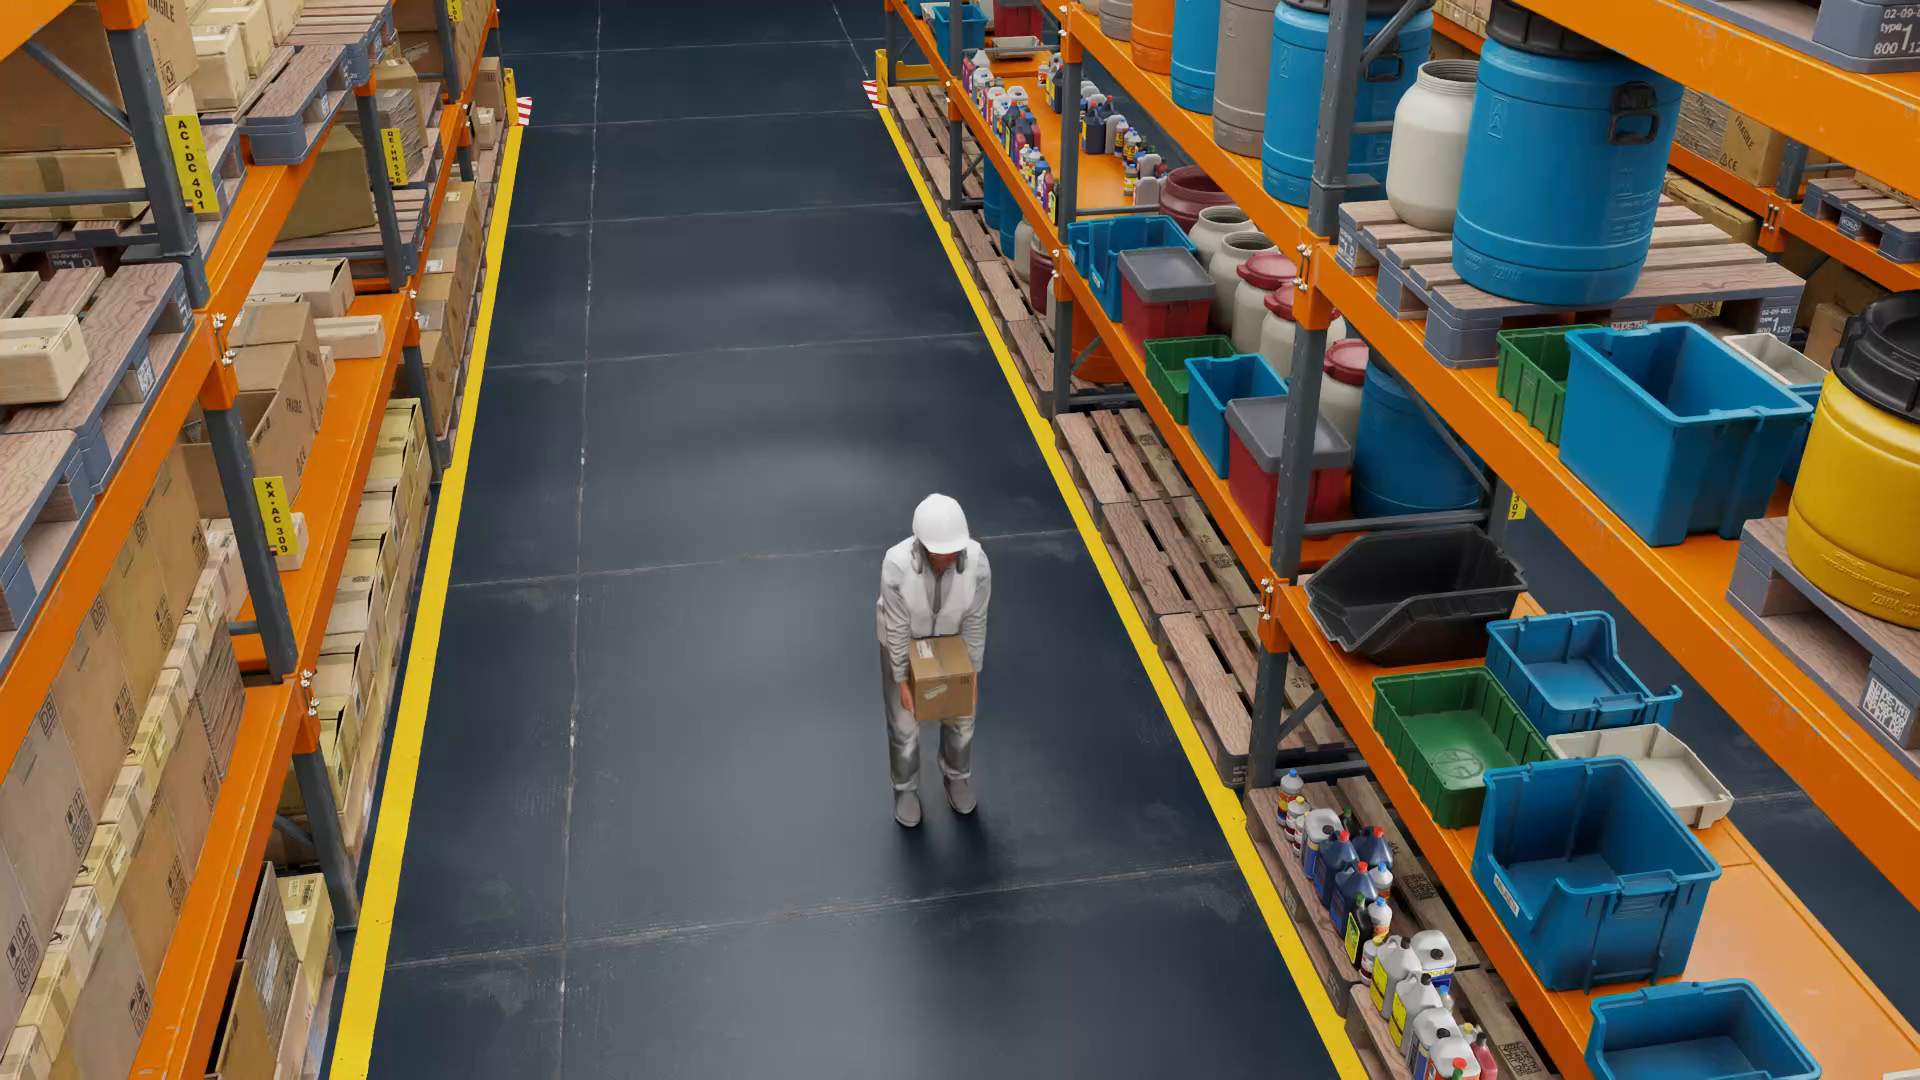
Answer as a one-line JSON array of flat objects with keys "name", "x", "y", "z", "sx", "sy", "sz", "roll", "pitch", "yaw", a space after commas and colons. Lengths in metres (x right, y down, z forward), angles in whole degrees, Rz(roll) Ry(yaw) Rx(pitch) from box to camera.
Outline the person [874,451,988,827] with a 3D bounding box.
[{"name": "person", "x": -0.108, "y": 0.476, "z": 7.311, "sx": 0.494, "sy": 1.767, "sz": 0.544, "roll": -5, "pitch": 31, "yaw": -8}]
